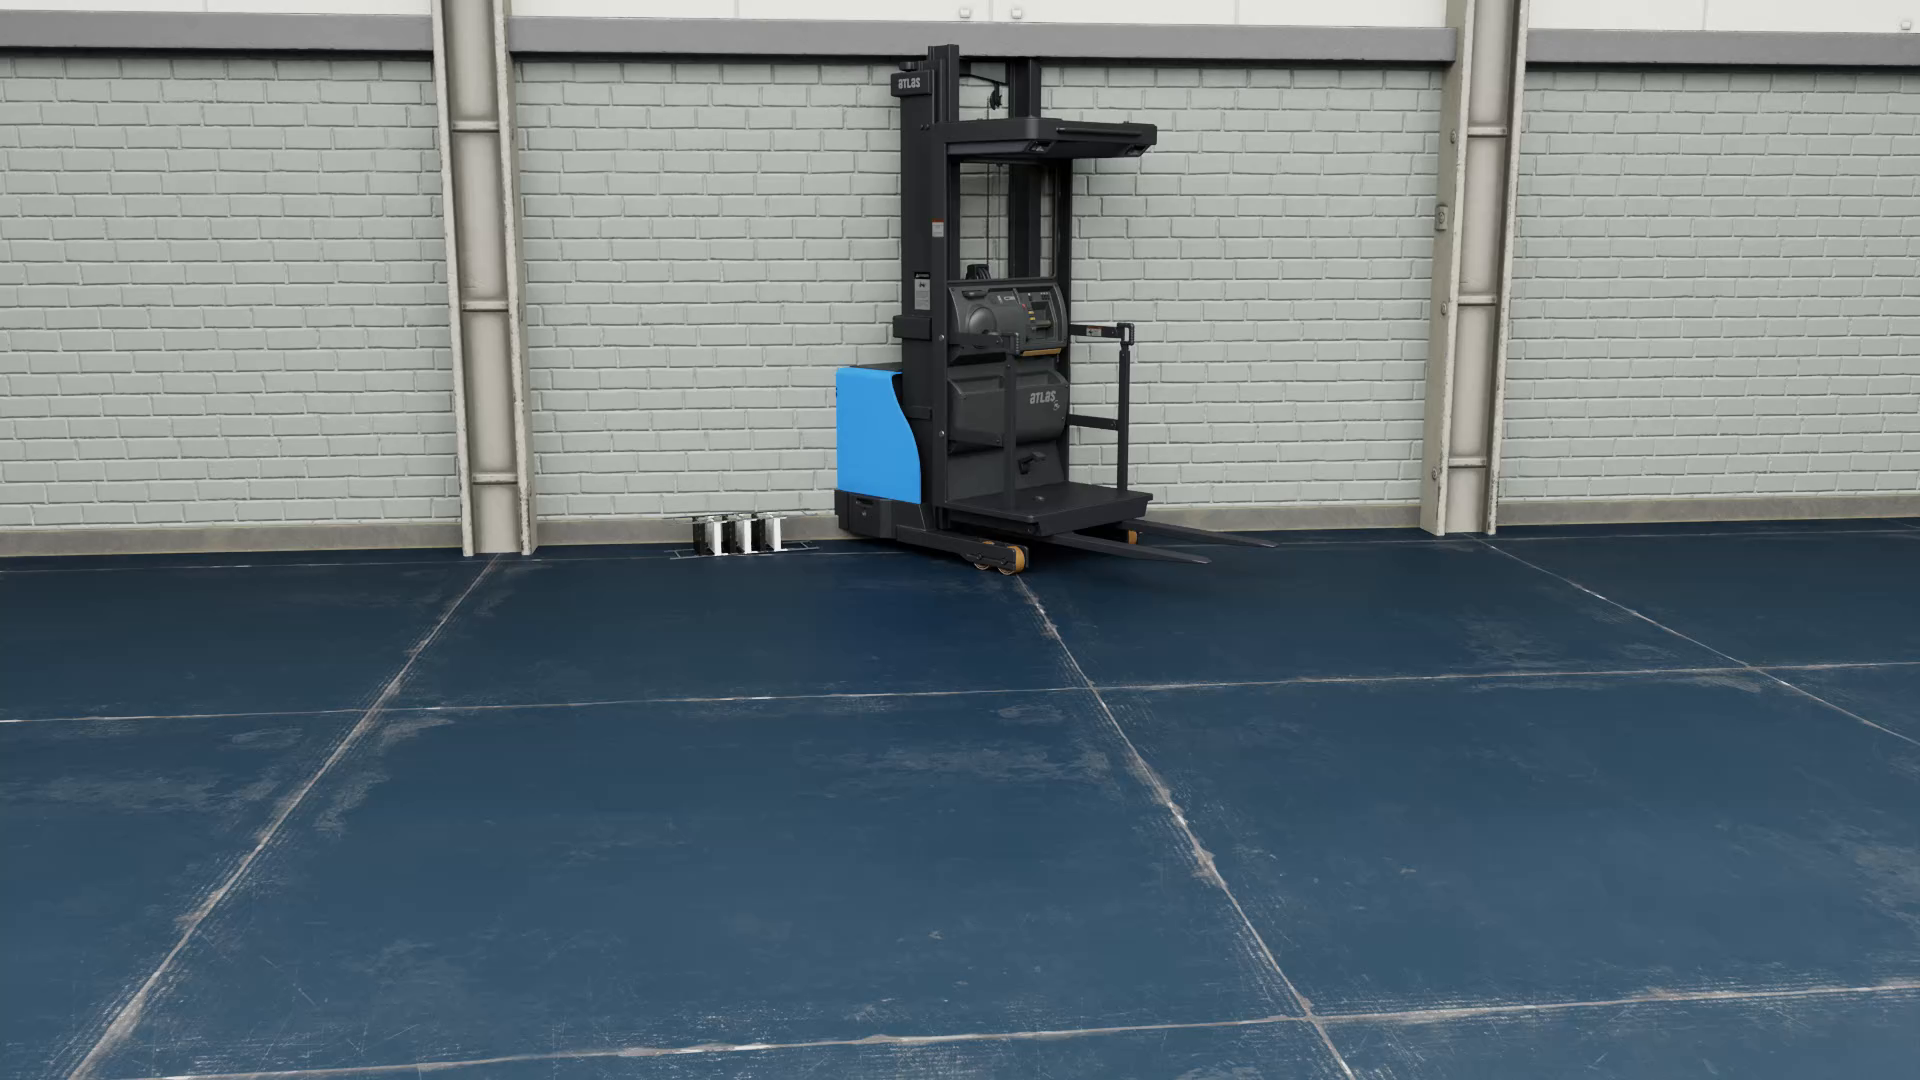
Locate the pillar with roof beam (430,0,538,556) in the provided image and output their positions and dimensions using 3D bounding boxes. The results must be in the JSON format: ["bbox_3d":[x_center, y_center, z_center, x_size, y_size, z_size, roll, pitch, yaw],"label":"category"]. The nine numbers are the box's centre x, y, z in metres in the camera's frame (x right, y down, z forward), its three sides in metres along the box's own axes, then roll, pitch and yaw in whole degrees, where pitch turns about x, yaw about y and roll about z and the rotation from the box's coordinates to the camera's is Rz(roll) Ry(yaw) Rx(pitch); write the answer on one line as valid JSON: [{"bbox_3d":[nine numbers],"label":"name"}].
[{"bbox_3d":[-2.308,-3.528,4.984,0.400,9.000,9.100,-1,11,-6],"label":"pillar with roof beam"}]

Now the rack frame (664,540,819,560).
[{"bbox_3d":[-1.317,0.059,10.032,0.900,0.006,0.240,-4,12,-18],"label":"rack frame"}]

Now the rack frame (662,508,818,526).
[{"bbox_3d":[-1.319,-0.141,9.992,0.900,0.006,0.240,-4,12,-18],"label":"rack frame"}]

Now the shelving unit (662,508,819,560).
[{"bbox_3d":[-1.318,-0.041,10.012,0.900,0.210,0.258,-4,12,-18],"label":"shelving unit"}]

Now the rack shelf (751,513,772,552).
[{"bbox_3d":[-1.202,-0.050,10.051,0.077,0.200,0.258,-4,12,-18],"label":"rack shelf"}]

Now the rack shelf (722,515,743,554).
[{"bbox_3d":[-1.372,-0.037,9.994,0.077,0.200,0.258,-4,12,-18],"label":"rack shelf"}]

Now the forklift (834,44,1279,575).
[{"bbox_3d":[0.440,-1.353,9.653,1.130,2.935,3.031,-11,16,-44],"label":"forklift"}]

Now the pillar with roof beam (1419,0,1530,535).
[{"bbox_3d":[3.657,-3.653,5.620,0.400,9.000,9.100,-1,11,-6],"label":"pillar with roof beam"}]

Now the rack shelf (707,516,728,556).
[{"bbox_3d":[-1.457,-0.031,9.966,0.077,0.200,0.258,-4,12,-18],"label":"rack shelf"}]

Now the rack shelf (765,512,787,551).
[{"bbox_3d":[-1.116,-0.056,10.079,0.077,0.200,0.258,-4,12,-18],"label":"rack shelf"}]

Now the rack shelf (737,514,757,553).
[{"bbox_3d":[-1.287,-0.043,10.023,0.077,0.200,0.258,-4,12,-18],"label":"rack shelf"}]

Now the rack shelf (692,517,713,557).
[{"bbox_3d":[-1.542,-0.024,9.938,0.077,0.200,0.258,-4,12,-18],"label":"rack shelf"}]
